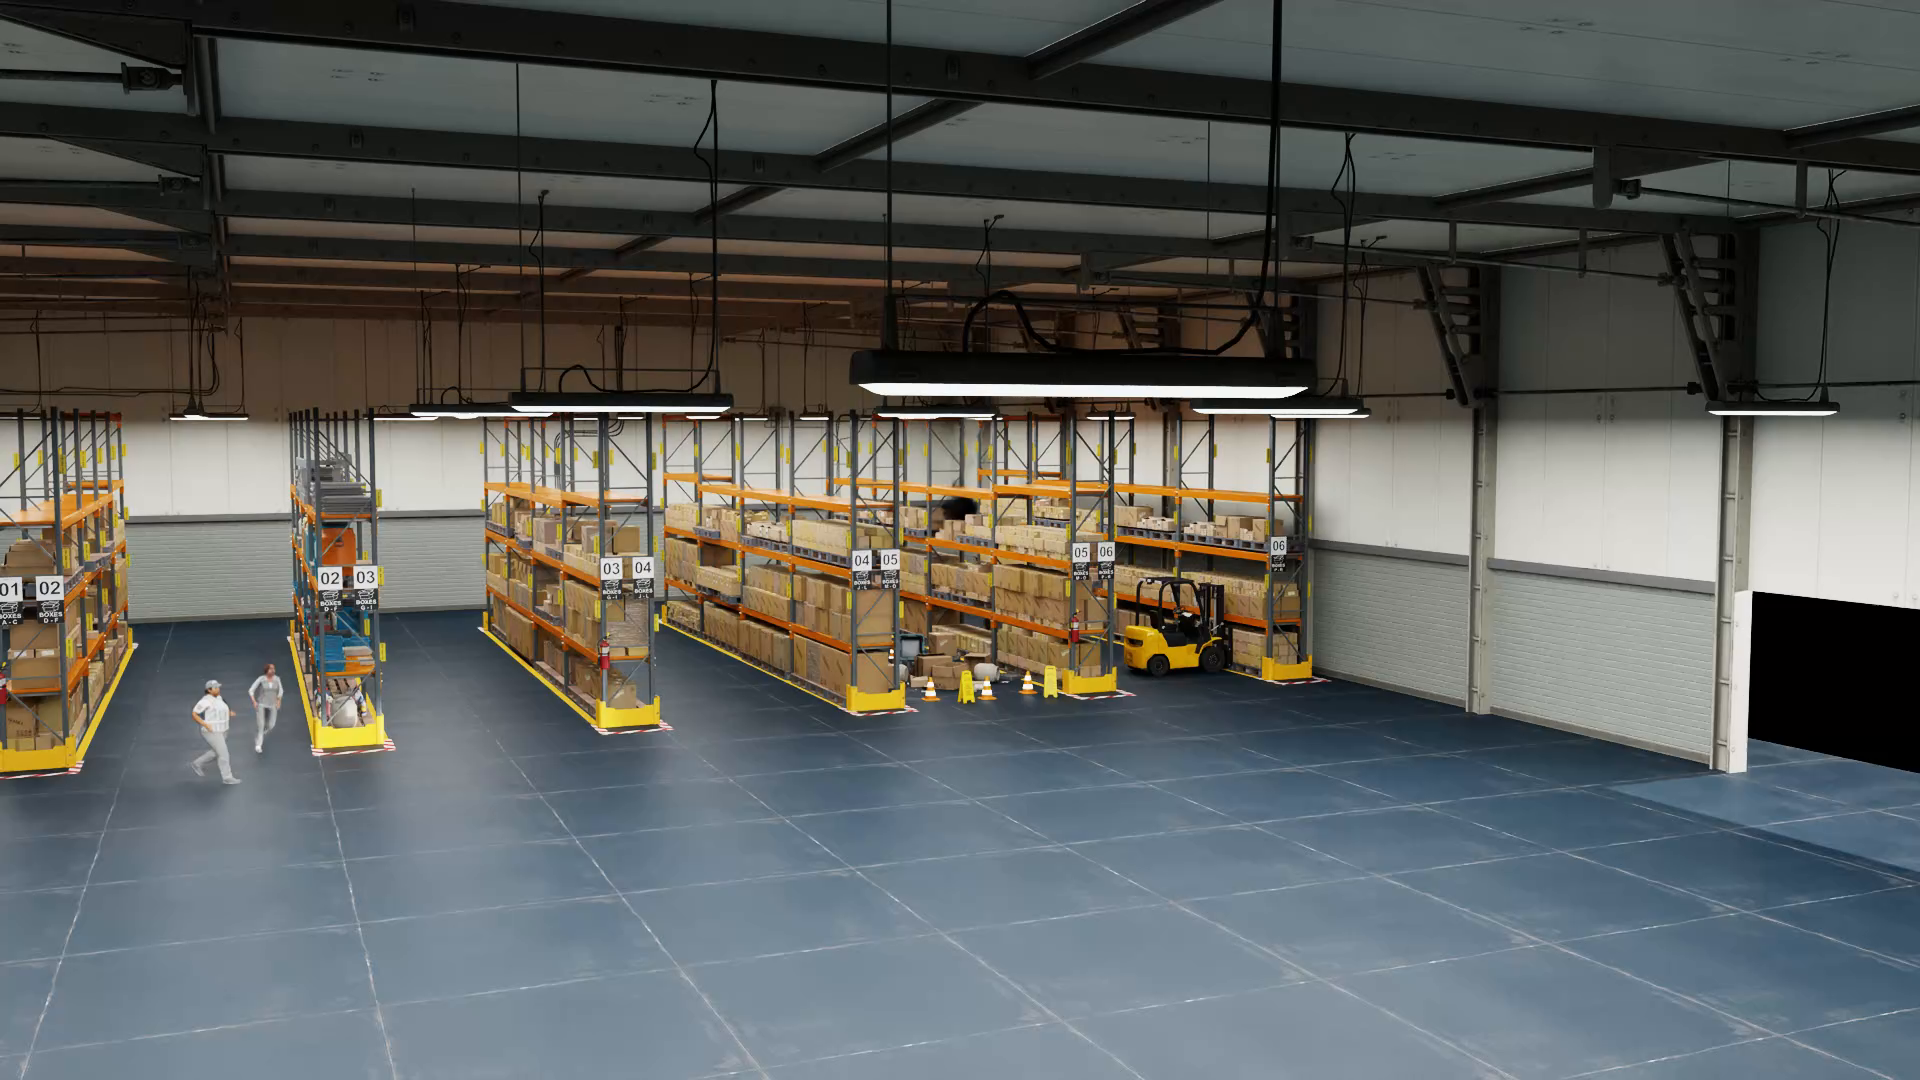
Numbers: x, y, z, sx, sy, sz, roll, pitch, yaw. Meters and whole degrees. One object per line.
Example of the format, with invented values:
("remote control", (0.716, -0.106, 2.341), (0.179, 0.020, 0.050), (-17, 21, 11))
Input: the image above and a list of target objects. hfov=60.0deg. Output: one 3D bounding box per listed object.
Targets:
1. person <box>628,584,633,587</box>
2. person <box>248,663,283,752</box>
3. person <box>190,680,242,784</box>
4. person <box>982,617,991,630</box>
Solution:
("person", (-8.847, 1.717, 45.355), (0.609, 1.655, 0.959), (-2, 4, -23))
("person", (-12.178, 2.927, 29.198), (0.590, 1.553, 0.507), (-3, 5, -37))
("person", (-11.843, 3.039, 26.391), (0.912, 1.642, 0.616), (0, 4, 4))
("person", (0.697, 1.626, 46.093), (0.654, 1.744, 0.532), (-2, 5, -31))
